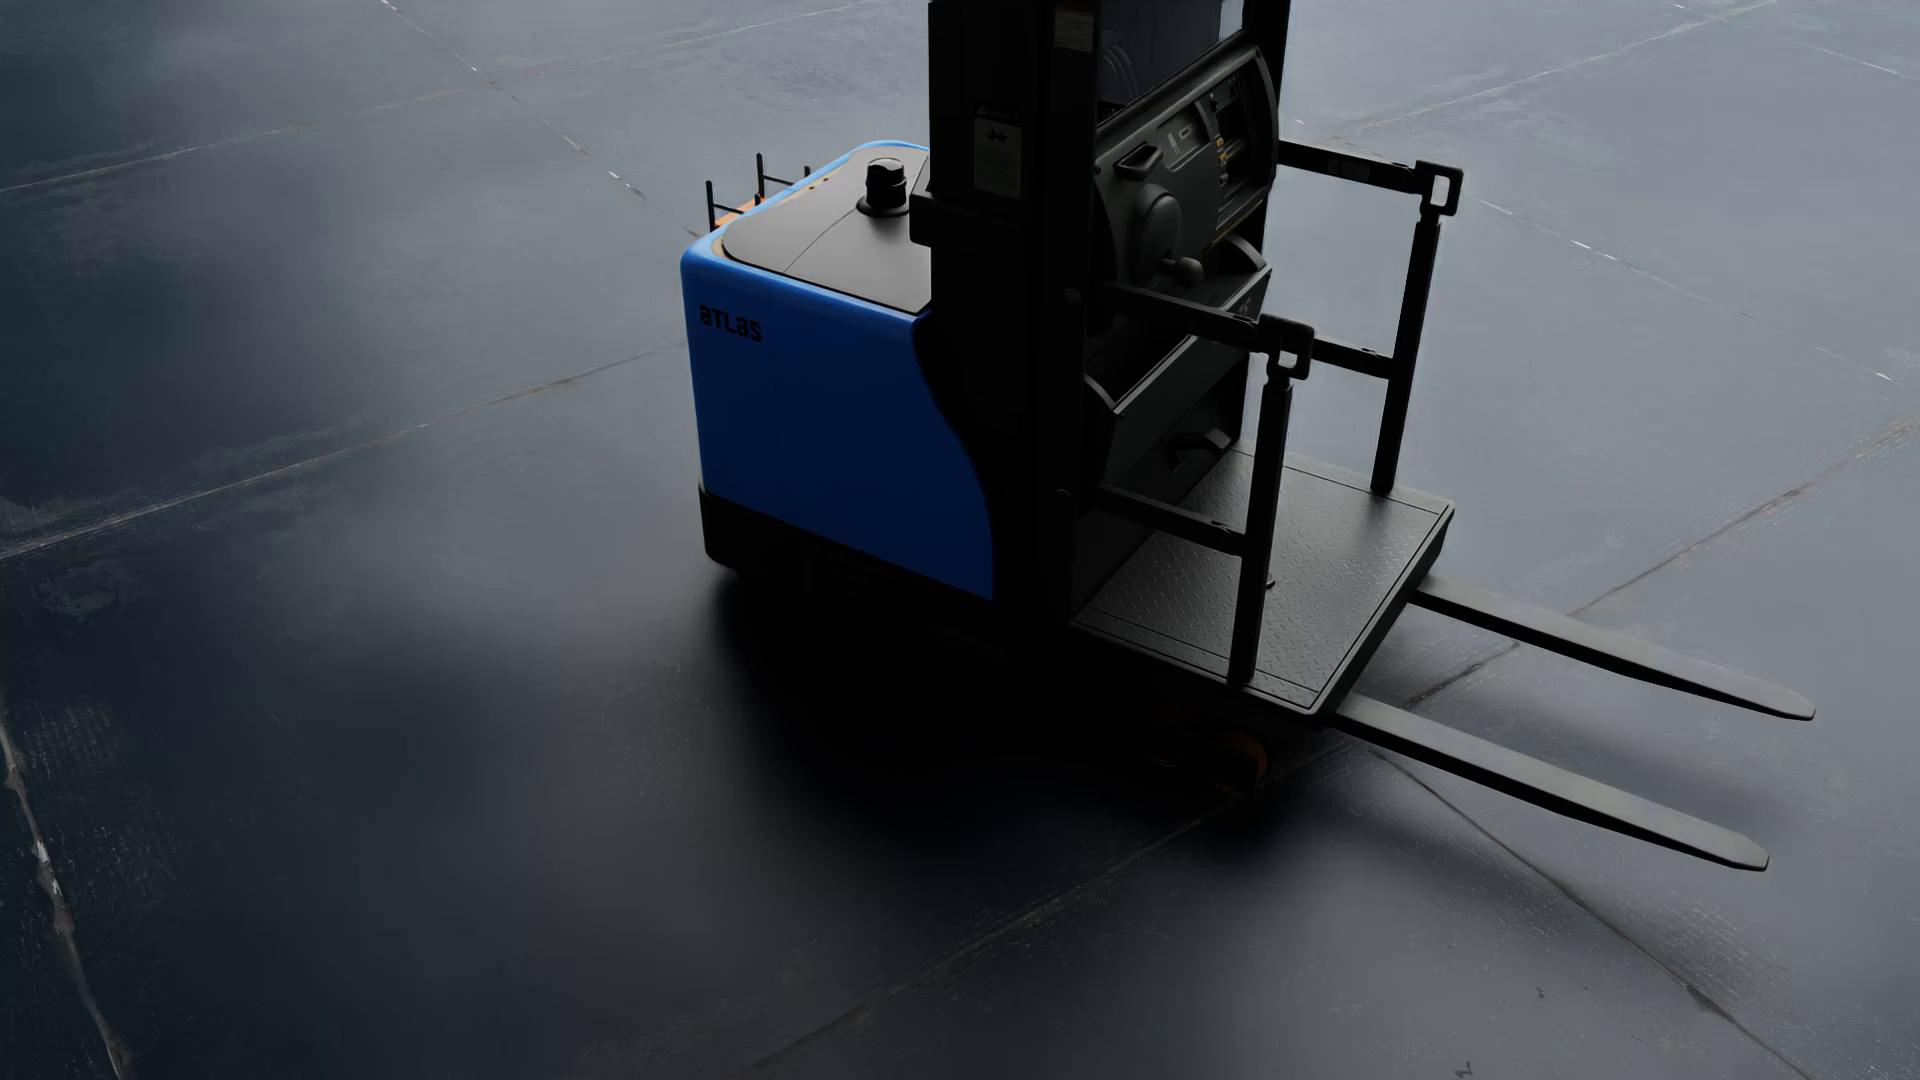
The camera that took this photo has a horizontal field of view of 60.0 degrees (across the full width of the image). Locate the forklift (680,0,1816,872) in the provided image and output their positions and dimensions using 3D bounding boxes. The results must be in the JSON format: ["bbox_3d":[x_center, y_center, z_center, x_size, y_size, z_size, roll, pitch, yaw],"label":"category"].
[{"bbox_3d":[0.740,-0.884,3.969,3.031,2.935,1.130,20,40,26],"label":"forklift"}]

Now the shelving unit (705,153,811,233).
[{"bbox_3d":[-0.604,-0.670,5.282,0.215,1.050,0.252,20,40,26],"label":"shelving unit"}]

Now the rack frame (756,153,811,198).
[{"bbox_3d":[-0.539,-0.730,5.366,0.200,1.050,0.008,20,40,26],"label":"rack frame"}]

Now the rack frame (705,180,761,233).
[{"bbox_3d":[-0.668,-0.610,5.199,0.200,1.050,0.008,20,40,26],"label":"rack frame"}]

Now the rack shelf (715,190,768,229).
[{"bbox_3d":[-0.604,-0.892,5.123,0.215,0.259,0.240,20,40,26],"label":"rack shelf"}]
